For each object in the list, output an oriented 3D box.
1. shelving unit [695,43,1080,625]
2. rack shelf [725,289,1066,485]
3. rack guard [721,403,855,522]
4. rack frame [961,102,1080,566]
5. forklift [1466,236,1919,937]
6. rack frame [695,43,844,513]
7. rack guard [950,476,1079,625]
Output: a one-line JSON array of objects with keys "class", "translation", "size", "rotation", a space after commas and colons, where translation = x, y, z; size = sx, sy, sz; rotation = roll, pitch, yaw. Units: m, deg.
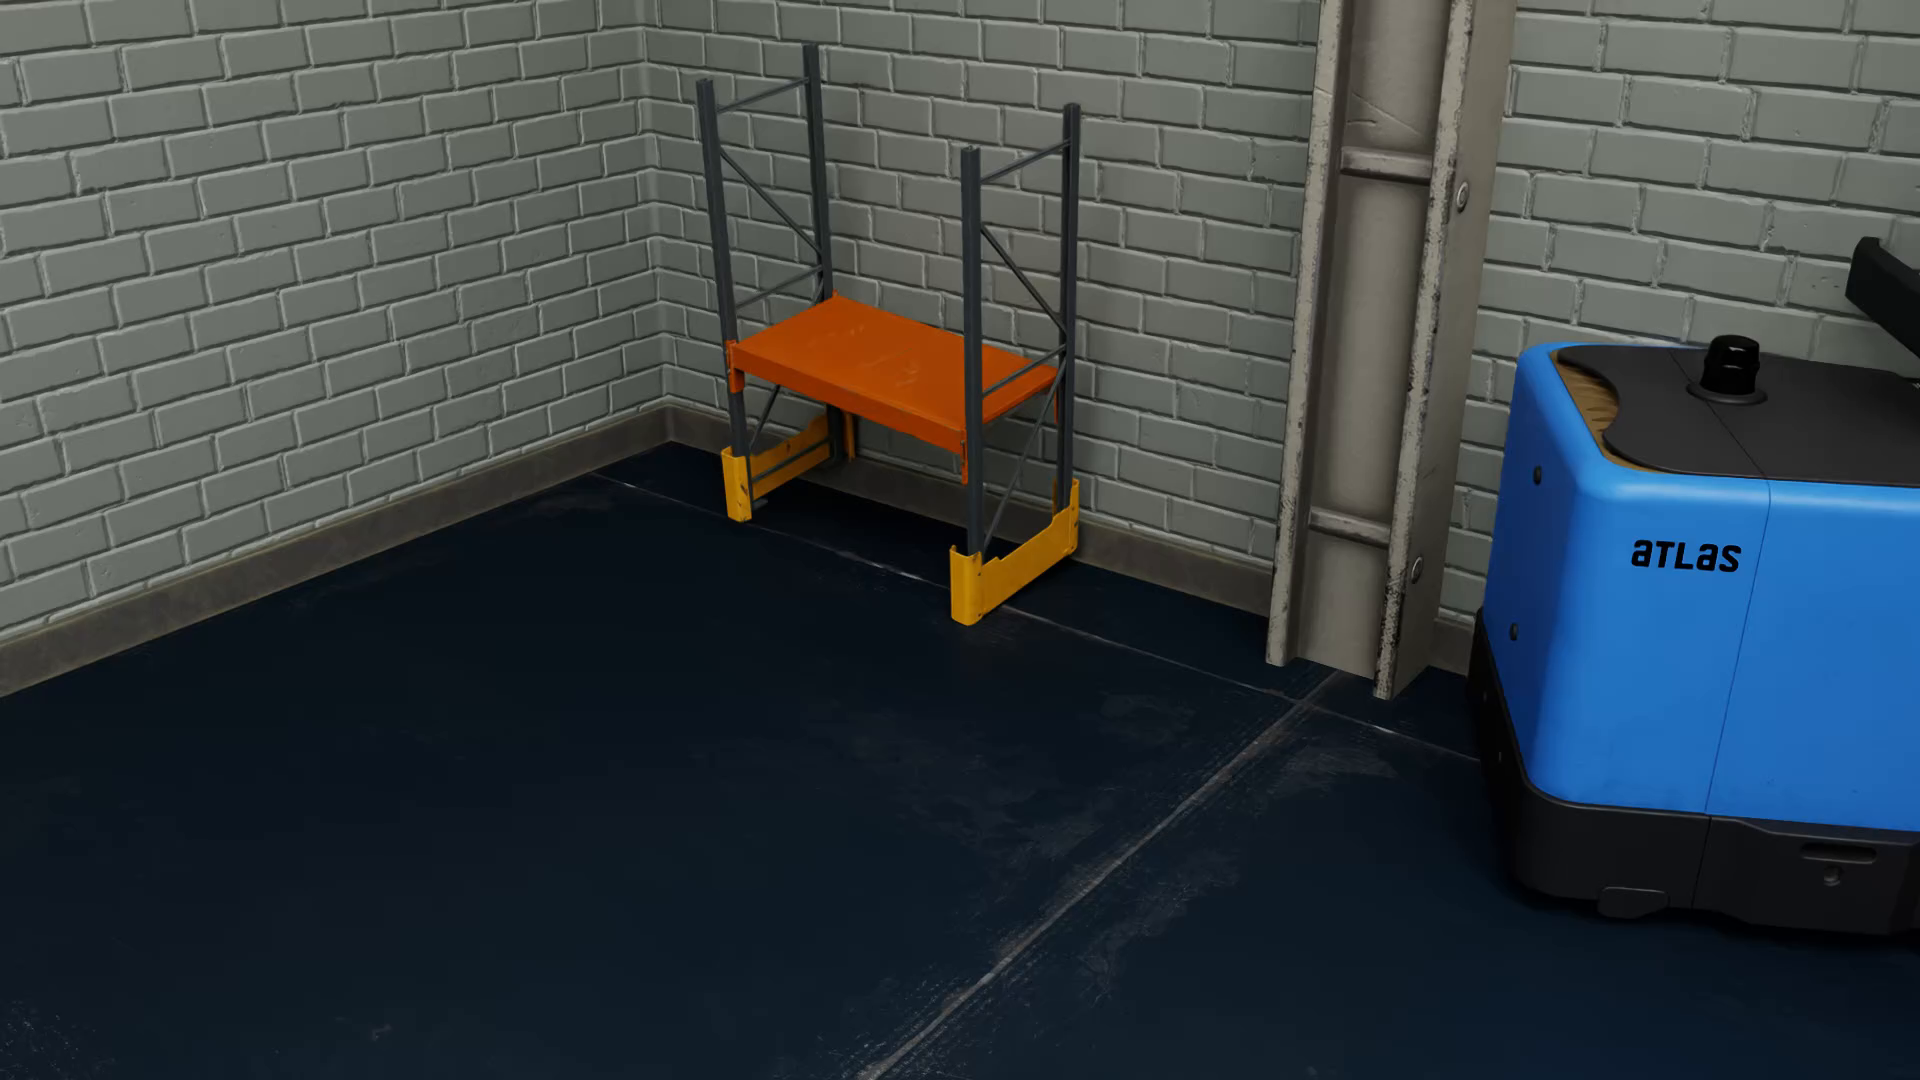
[{"class": "shelving unit", "translation": [-0.217, -0.665, 5.221], "size": [1.083, 1.500, 0.587], "rotation": [23, 39, 33]}, {"class": "rack shelf", "translation": [-0.207, -0.510, 5.312], "size": [1.000, 0.185, 0.538], "rotation": [23, 39, 33]}, {"class": "rack guard", "translation": [-0.592, -0.300, 5.824], "size": [0.087, 0.250, 0.587], "rotation": [23, 39, 33]}, {"class": "rack frame", "translation": [0.184, -0.496, 4.940], "size": [0.032, 1.500, 0.500], "rotation": [23, 39, 33]}, {"class": "forklift", "translation": [2.833, -0.589, 3.451], "size": [3.031, 2.935, 1.130], "rotation": [4, 24, 8]}, {"class": "rack frame", "translation": [-0.604, -0.828, 5.491], "size": [0.032, 1.500, 0.500], "rotation": [23, 39, 33]}, {"class": "rack guard", "translation": [0.180, 0.026, 5.285], "size": [0.087, 0.250, 0.587], "rotation": [23, 39, 33]}]
